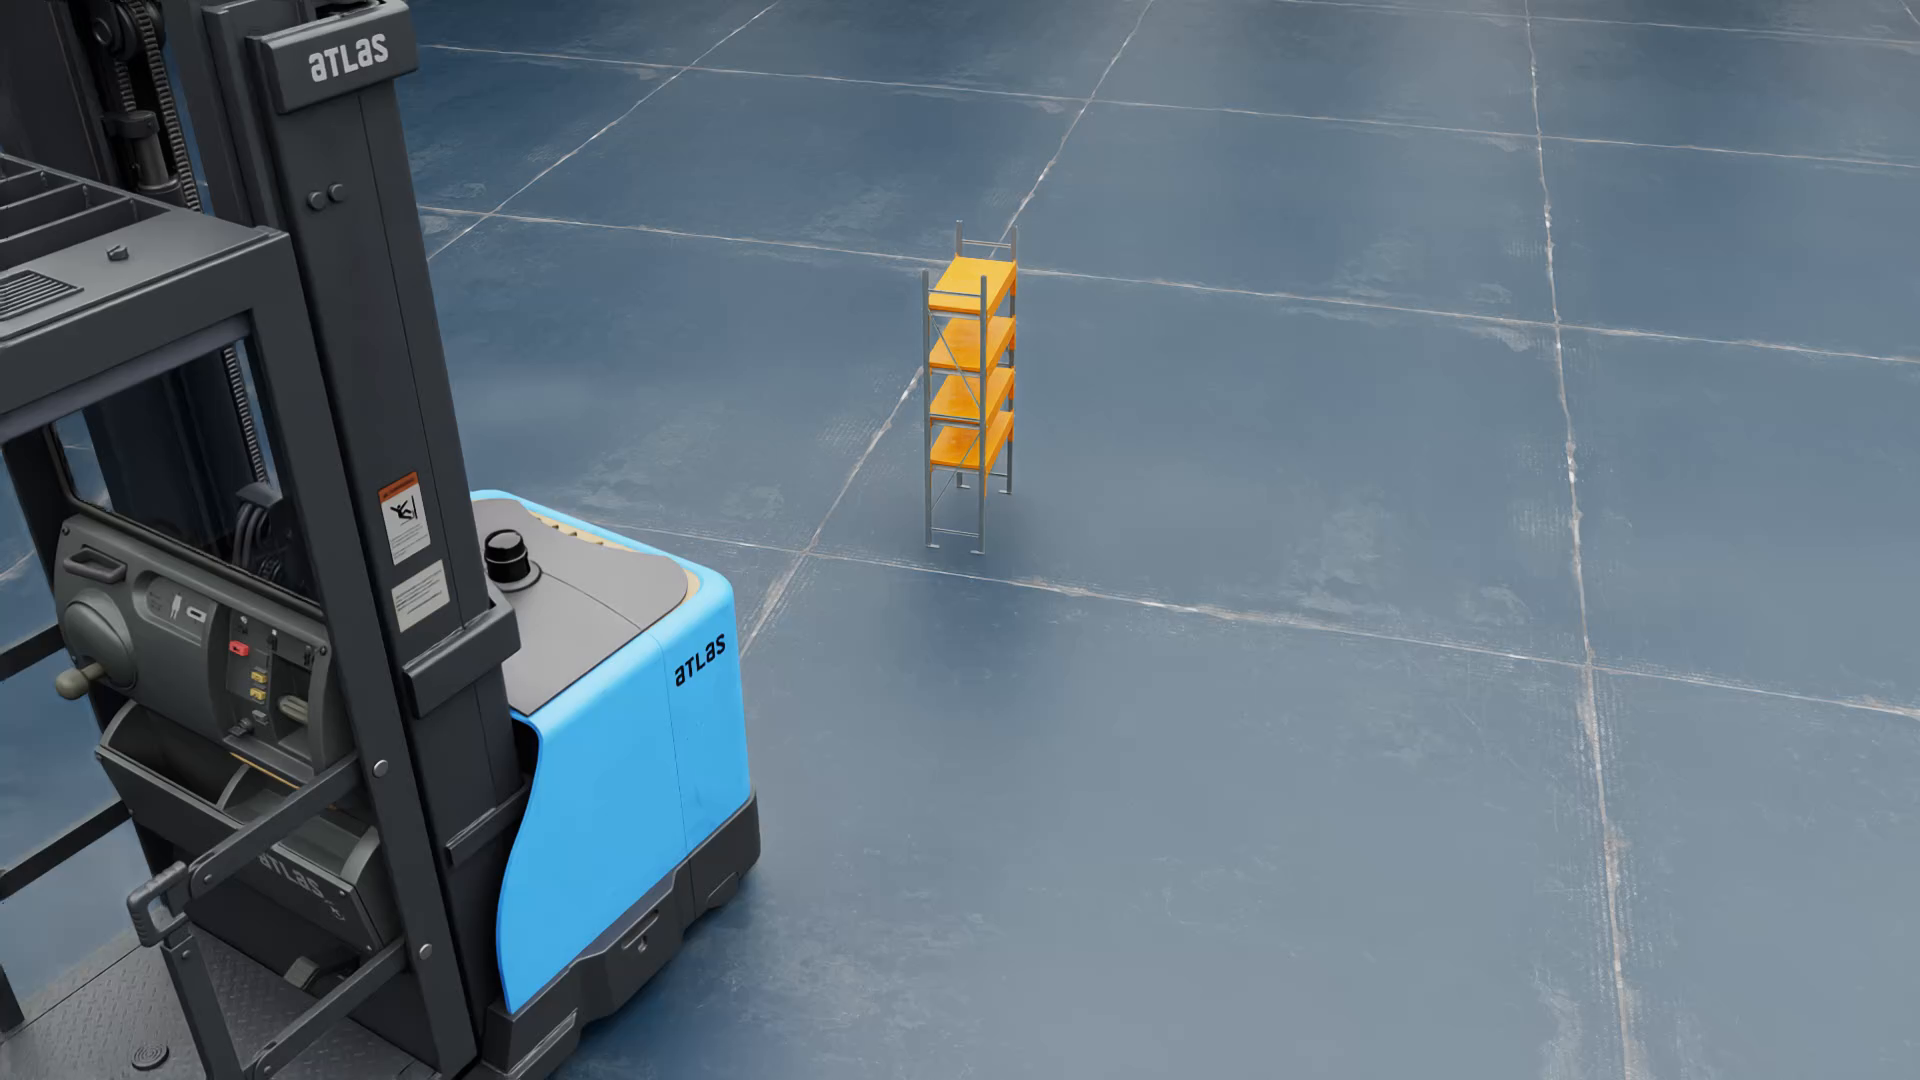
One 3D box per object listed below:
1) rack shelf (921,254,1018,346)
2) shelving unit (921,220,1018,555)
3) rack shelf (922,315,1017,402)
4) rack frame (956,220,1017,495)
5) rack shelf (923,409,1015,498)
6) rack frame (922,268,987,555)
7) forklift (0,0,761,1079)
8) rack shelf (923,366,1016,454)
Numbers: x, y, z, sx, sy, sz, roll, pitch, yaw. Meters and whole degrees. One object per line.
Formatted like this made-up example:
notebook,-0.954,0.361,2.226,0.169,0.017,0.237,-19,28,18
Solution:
rack shelf,0.042,-0.924,6.352,0.258,0.148,0.480,8,33,12
shelving unit,0.042,-0.592,6.563,0.258,1.200,0.503,8,33,12
rack shelf,0.042,-0.724,6.479,0.258,0.148,0.480,8,33,12
rack frame,0.104,-0.719,6.762,0.240,1.200,0.015,8,33,12
rack shelf,0.042,-0.368,6.706,0.258,0.148,0.480,8,33,12
rack frame,-0.020,-0.466,6.364,0.240,1.200,0.015,8,33,12
forklift,-1.821,0.302,3.543,1.130,2.935,3.031,19,37,27
rack shelf,0.042,-0.535,6.599,0.258,0.148,0.480,8,33,12
